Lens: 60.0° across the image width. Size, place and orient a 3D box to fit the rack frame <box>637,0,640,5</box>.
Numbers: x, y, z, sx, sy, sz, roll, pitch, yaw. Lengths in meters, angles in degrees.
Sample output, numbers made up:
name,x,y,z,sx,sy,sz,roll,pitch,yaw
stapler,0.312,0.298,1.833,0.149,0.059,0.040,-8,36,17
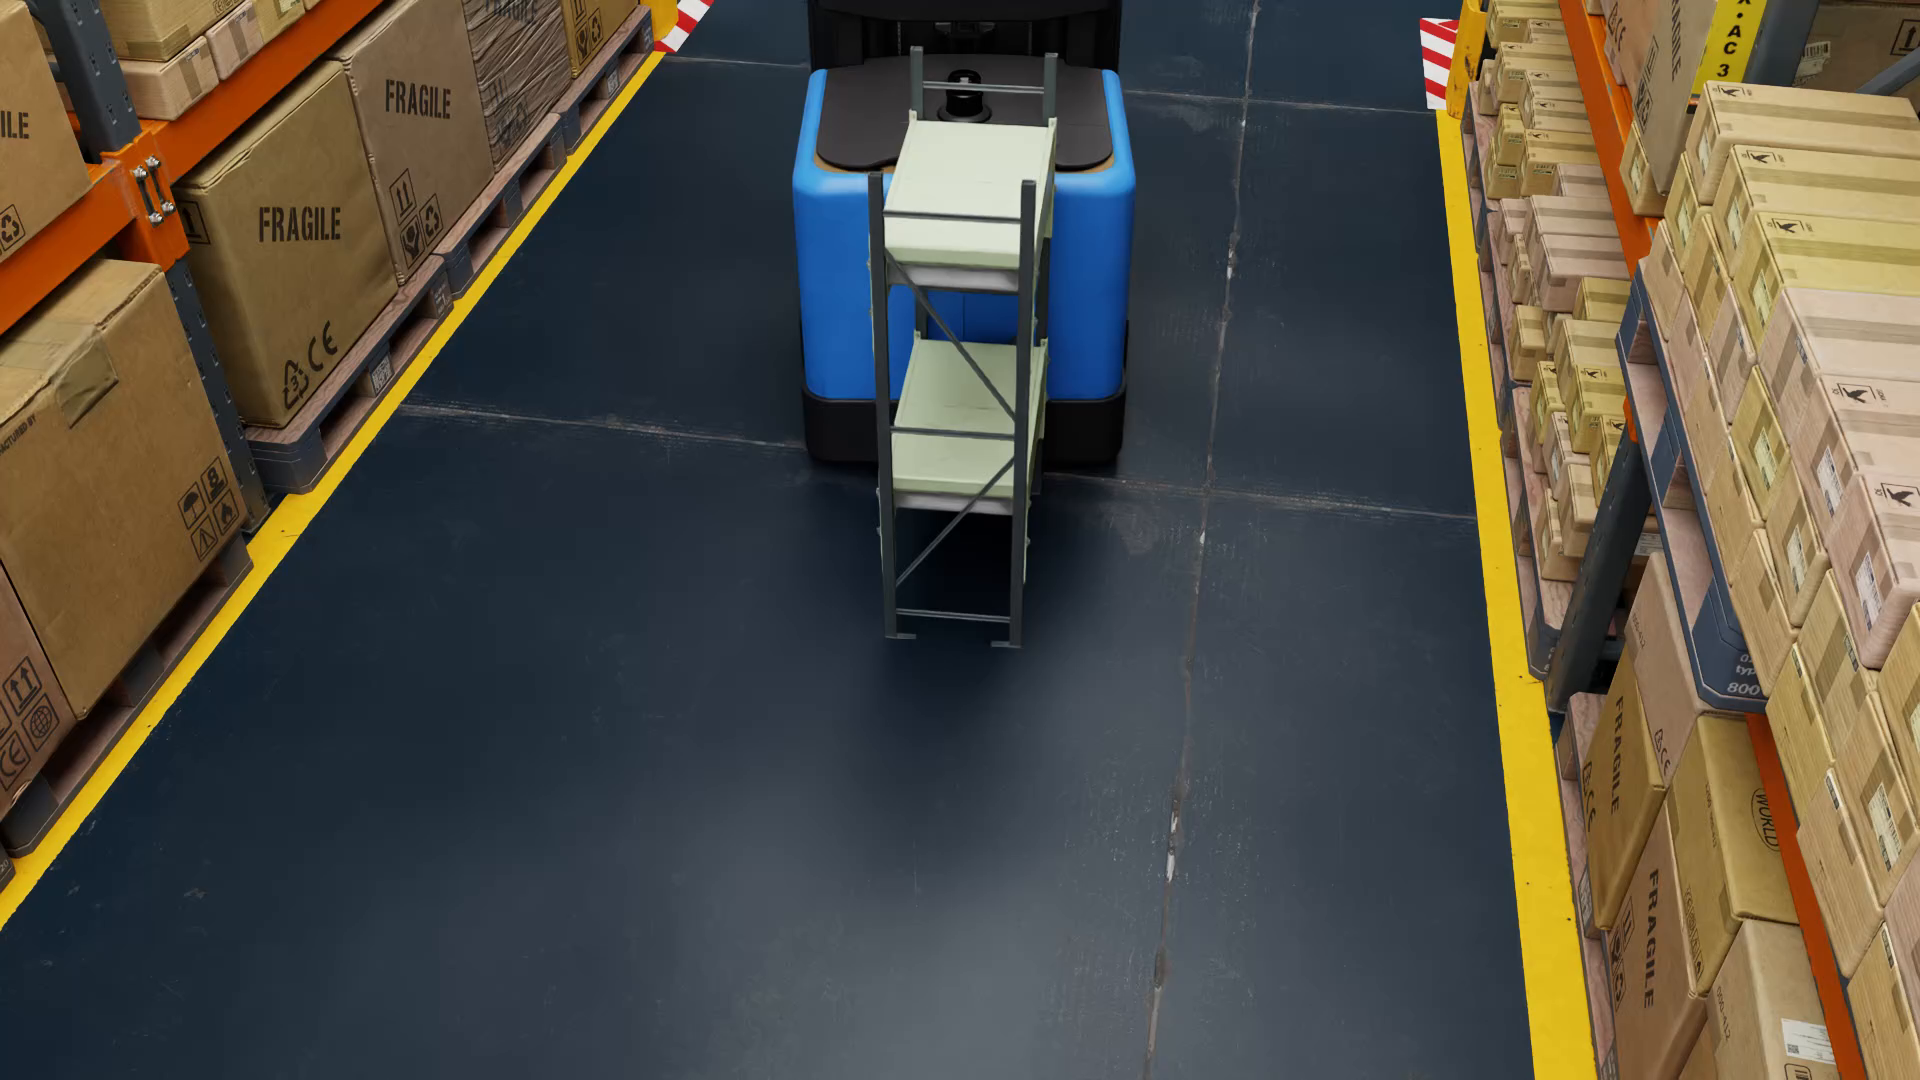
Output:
name,x,y,z,sx,sy,sz,roll,pitch,yaw
rack frame,-2.027,-3.772,7.458,1.000,3.000,0.127,6,40,8

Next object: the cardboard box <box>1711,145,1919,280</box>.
name,x,y,z,sx,sy,sz,roll,pitch,yaw
cardboard box,1.585,-0.573,2.990,0.380,0.149,0.250,7,40,9

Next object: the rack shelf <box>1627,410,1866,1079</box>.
name,x,y,z,sx,sy,sz,roll,pitch,yaw
rack shelf,1.802,0.881,2.395,1.077,0.370,4.000,6,40,8

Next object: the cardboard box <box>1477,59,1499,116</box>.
name,x,y,z,sx,sy,sz,roll,pitch,yaw
cardboard box,2.435,-1.931,7.140,0.380,0.149,0.250,7,40,9

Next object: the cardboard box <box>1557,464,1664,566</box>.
name,x,y,z,sx,sy,sz,roll,pitch,yaw
cardboard box,1.890,-0.062,4.645,0.380,0.149,0.250,7,40,9

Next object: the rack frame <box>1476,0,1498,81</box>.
name,x,y,z,sx,sy,sz,roll,pitch,yaw
rack frame,2.840,-3.162,6.720,1.000,3.000,0.127,6,40,8

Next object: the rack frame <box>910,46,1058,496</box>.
name,x,y,z,sx,sy,sz,roll,pitch,yaw
rack frame,0.064,-0.742,4.971,0.400,1.500,0.023,4,40,5

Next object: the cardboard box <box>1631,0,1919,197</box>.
name,x,y,z,sx,sy,sz,roll,pitch,yaw
cardboard box,1.954,-1.139,3.962,0.500,0.500,0.500,6,40,8

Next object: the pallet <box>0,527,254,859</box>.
name,x,y,z,sx,sy,sz,roll,pitch,yaw
pallet,-2.779,0.306,4.715,1.003,0.211,1.213,6,40,8

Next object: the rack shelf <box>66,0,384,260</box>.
name,x,y,z,sx,sy,sz,roll,pitch,yaw
rack shelf,-2.373,-2.240,6.169,1.077,0.370,4.000,6,40,8

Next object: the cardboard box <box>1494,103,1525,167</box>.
name,x,y,z,sx,sy,sz,roll,pitch,yaw
cardboard box,2.288,-1.561,6.458,0.380,0.149,0.250,8,40,9

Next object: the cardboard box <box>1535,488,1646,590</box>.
name,x,y,z,sx,sy,sz,roll,pitch,yaw
cardboard box,1.881,0.002,4.801,0.380,0.149,0.250,7,40,8

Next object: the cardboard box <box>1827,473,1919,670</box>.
name,x,y,z,sx,sy,sz,roll,pitch,yaw
cardboard box,1.404,0.062,2.221,0.380,0.149,0.250,8,40,9

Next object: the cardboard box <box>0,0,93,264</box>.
name,x,y,z,sx,sy,sz,roll,pitch,yaw
cardboard box,-2.531,-0.977,3.999,0.500,0.500,0.500,7,40,8

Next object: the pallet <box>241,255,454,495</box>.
name,x,y,z,sx,sy,sz,roll,pitch,yaw
pallet,-2.511,-0.655,5.877,1.003,0.211,1.213,6,40,8

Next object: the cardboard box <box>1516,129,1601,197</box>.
name,x,y,z,sx,sy,sz,roll,pitch,yaw
cardboard box,2.207,-1.335,5.951,0.380,0.149,0.250,7,40,8

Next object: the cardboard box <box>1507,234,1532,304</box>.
name,x,y,z,sx,sy,sz,roll,pitch,yaw
cardboard box,2.180,-0.959,5.964,0.380,0.149,0.250,6,40,8

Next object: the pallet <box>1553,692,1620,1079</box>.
name,x,y,z,sx,sy,sz,roll,pitch,yaw
pallet,2.015,0.912,3.981,1.003,0.211,1.213,6,40,8

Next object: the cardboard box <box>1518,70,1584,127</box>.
name,x,y,z,sx,sy,sz,roll,pitch,yaw
cardboard box,2.355,-1.668,6.354,0.380,0.149,0.250,5,40,5

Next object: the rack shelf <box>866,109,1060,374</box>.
name,x,y,z,sx,sy,sz,roll,pitch,yaw
rack shelf,0.022,-0.811,4.442,0.431,0.370,0.720,4,40,5

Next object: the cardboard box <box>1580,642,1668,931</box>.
name,x,y,z,sx,sy,sz,roll,pitch,yaw
cardboard box,1.759,0.585,3.821,0.500,0.500,0.500,8,40,9

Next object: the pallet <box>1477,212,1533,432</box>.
name,x,y,z,sx,sy,sz,roll,pitch,yaw
pallet,2.438,-0.770,6.015,1.003,0.211,1.213,6,40,8

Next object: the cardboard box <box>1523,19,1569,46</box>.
name,x,y,z,sx,sy,sz,roll,pitch,yaw
cardboard box,2.486,-1.976,6.727,0.380,0.149,0.250,7,40,8

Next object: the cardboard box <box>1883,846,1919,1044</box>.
name,x,y,z,sx,sy,sz,roll,pitch,yaw
cardboard box,1.314,0.509,1.914,0.380,0.149,0.250,7,40,9

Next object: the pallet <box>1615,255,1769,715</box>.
name,x,y,z,sx,sy,sz,roll,pitch,yaw
pallet,1.873,-0.114,3.184,1.003,0.211,1.213,6,40,8

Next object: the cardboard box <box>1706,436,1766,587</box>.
name,x,y,z,sx,sy,sz,roll,pitch,yaw
cardboard box,1.493,-0.031,2.801,0.380,0.149,0.250,7,40,8

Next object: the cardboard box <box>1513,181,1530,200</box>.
name,x,y,z,sx,sy,sz,roll,pitch,yaw
cardboard box,2.331,-1.282,6.355,0.380,0.149,0.250,6,40,8

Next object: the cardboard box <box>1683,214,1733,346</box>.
name,x,y,z,sx,sy,sz,roll,pitch,yaw
cardboard box,1.584,-0.472,3.100,0.380,0.149,0.250,6,40,7

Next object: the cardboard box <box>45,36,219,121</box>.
name,x,y,z,sx,sy,sz,roll,pitch,yaw
cardboard box,-2.341,-1.314,4.682,0.380,0.149,0.250,6,40,8

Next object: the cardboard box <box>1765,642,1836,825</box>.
name,x,y,z,sx,sy,sz,roll,pitch,yaw
cardboard box,1.406,0.300,2.400,0.380,0.149,0.250,6,40,7

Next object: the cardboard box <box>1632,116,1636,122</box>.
name,x,y,z,sx,sy,sz,roll,pitch,yaw
cardboard box,2.010,-1.094,4.417,0.380,0.149,0.250,8,40,9

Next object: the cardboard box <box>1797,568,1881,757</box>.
name,x,y,z,sx,sy,sz,roll,pitch,yaw
cardboard box,1.405,0.190,2.301,0.380,0.149,0.250,6,40,7

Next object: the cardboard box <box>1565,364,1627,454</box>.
name,x,y,z,sx,sy,sz,roll,pitch,yaw
cardboard box,1.959,-0.360,4.773,0.380,0.149,0.250,7,40,8

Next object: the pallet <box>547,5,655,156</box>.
name,x,y,z,sx,sy,sz,roll,pitch,yaw
pallet,-2.088,-2.187,7.729,1.003,0.211,1.213,6,40,8

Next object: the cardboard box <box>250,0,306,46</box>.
name,x,y,z,sx,sy,sz,roll,pitch,yaw
cardboard box,-2.250,-1.644,5.082,0.380,0.149,0.250,8,40,9

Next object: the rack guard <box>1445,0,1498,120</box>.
name,x,y,z,sx,sy,sz,roll,pitch,yaw
rack guard,2.827,-2.151,7.459,1.175,0.500,0.348,6,40,8

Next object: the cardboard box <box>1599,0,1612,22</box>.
name,x,y,z,sx,sy,sz,roll,pitch,yaw
cardboard box,2.132,-1.777,4.733,0.500,0.500,0.500,6,40,7

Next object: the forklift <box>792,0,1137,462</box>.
name,x,y,z,sx,sy,sz,roll,pitch,yaw
forklift,0.017,-2.295,5.725,1.130,2.935,3.031,0,40,0

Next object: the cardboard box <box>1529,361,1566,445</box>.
name,x,y,z,sx,sy,sz,roll,pitch,yaw
cardboard box,1.953,-0.403,5.058,0.380,0.149,0.250,5,40,6

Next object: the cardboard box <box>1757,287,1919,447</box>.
name,x,y,z,sx,sy,sz,roll,pitch,yaw
cardboard box,1.492,-0.256,2.607,0.380,0.149,0.250,6,40,7

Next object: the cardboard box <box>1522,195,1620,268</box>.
name,x,y,z,sx,sy,sz,roll,pitch,yaw
cardboard box,2.107,-1.022,5.573,0.380,0.149,0.250,5,40,6

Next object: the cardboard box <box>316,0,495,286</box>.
name,x,y,z,sx,sy,sz,roll,pitch,yaw
cardboard box,-2.371,-1.575,6.139,0.875,0.875,0.875,6,40,8

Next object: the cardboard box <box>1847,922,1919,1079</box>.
name,x,y,z,sx,sy,sz,roll,pitch,yaw
cardboard box,1.316,0.629,2.002,0.380,0.149,0.250,8,40,9

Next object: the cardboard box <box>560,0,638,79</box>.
name,x,y,z,sx,sy,sz,roll,pitch,yaw
cardboard box,-2.059,-2.704,7.505,0.875,0.875,0.875,6,40,8

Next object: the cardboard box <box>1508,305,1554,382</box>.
name,x,y,z,sx,sy,sz,roll,pitch,yaw
cardboard box,2.060,-0.648,5.587,0.380,0.149,0.250,6,40,8

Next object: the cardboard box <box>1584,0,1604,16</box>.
name,x,y,z,sx,sy,sz,roll,pitch,yaw
cardboard box,2.167,-1.749,5.208,0.380,0.149,0.250,7,40,9

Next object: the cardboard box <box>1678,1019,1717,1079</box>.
name,x,y,z,sx,sy,sz,roll,pitch,yaw
cardboard box,1.592,1.247,3.020,0.500,0.500,0.500,7,40,8

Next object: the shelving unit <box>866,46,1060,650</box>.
name,x,y,z,sx,sy,sz,roll,pitch,yaw
shelving unit,0.022,-0.511,4.691,0.431,1.500,0.755,4,40,5

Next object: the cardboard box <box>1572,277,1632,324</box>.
name,x,y,z,sx,sy,sz,roll,pitch,yaw
cardboard box,2.116,-0.672,5.149,0.380,0.149,0.250,8,40,9

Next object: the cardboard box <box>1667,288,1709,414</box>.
name,x,y,z,sx,sy,sz,roll,pitch,yaw
cardboard box,1.585,-0.345,3.181,0.380,0.149,0.250,7,40,8

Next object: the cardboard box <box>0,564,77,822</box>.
name,x,y,z,sx,sy,sz,roll,pitch,yaw
cardboard box,-2.964,0.360,3.798,1.225,0.875,0.875,5,40,6

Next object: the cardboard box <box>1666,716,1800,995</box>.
name,x,y,z,sx,sy,sz,roll,pitch,yaw
cardboard box,1.671,0.630,3.177,0.500,0.250,0.500,7,40,9

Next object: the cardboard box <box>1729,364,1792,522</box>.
name,x,y,z,sx,sy,sz,roll,pitch,yaw
cardboard box,1.496,-0.146,2.707,0.380,0.149,0.250,5,40,6
